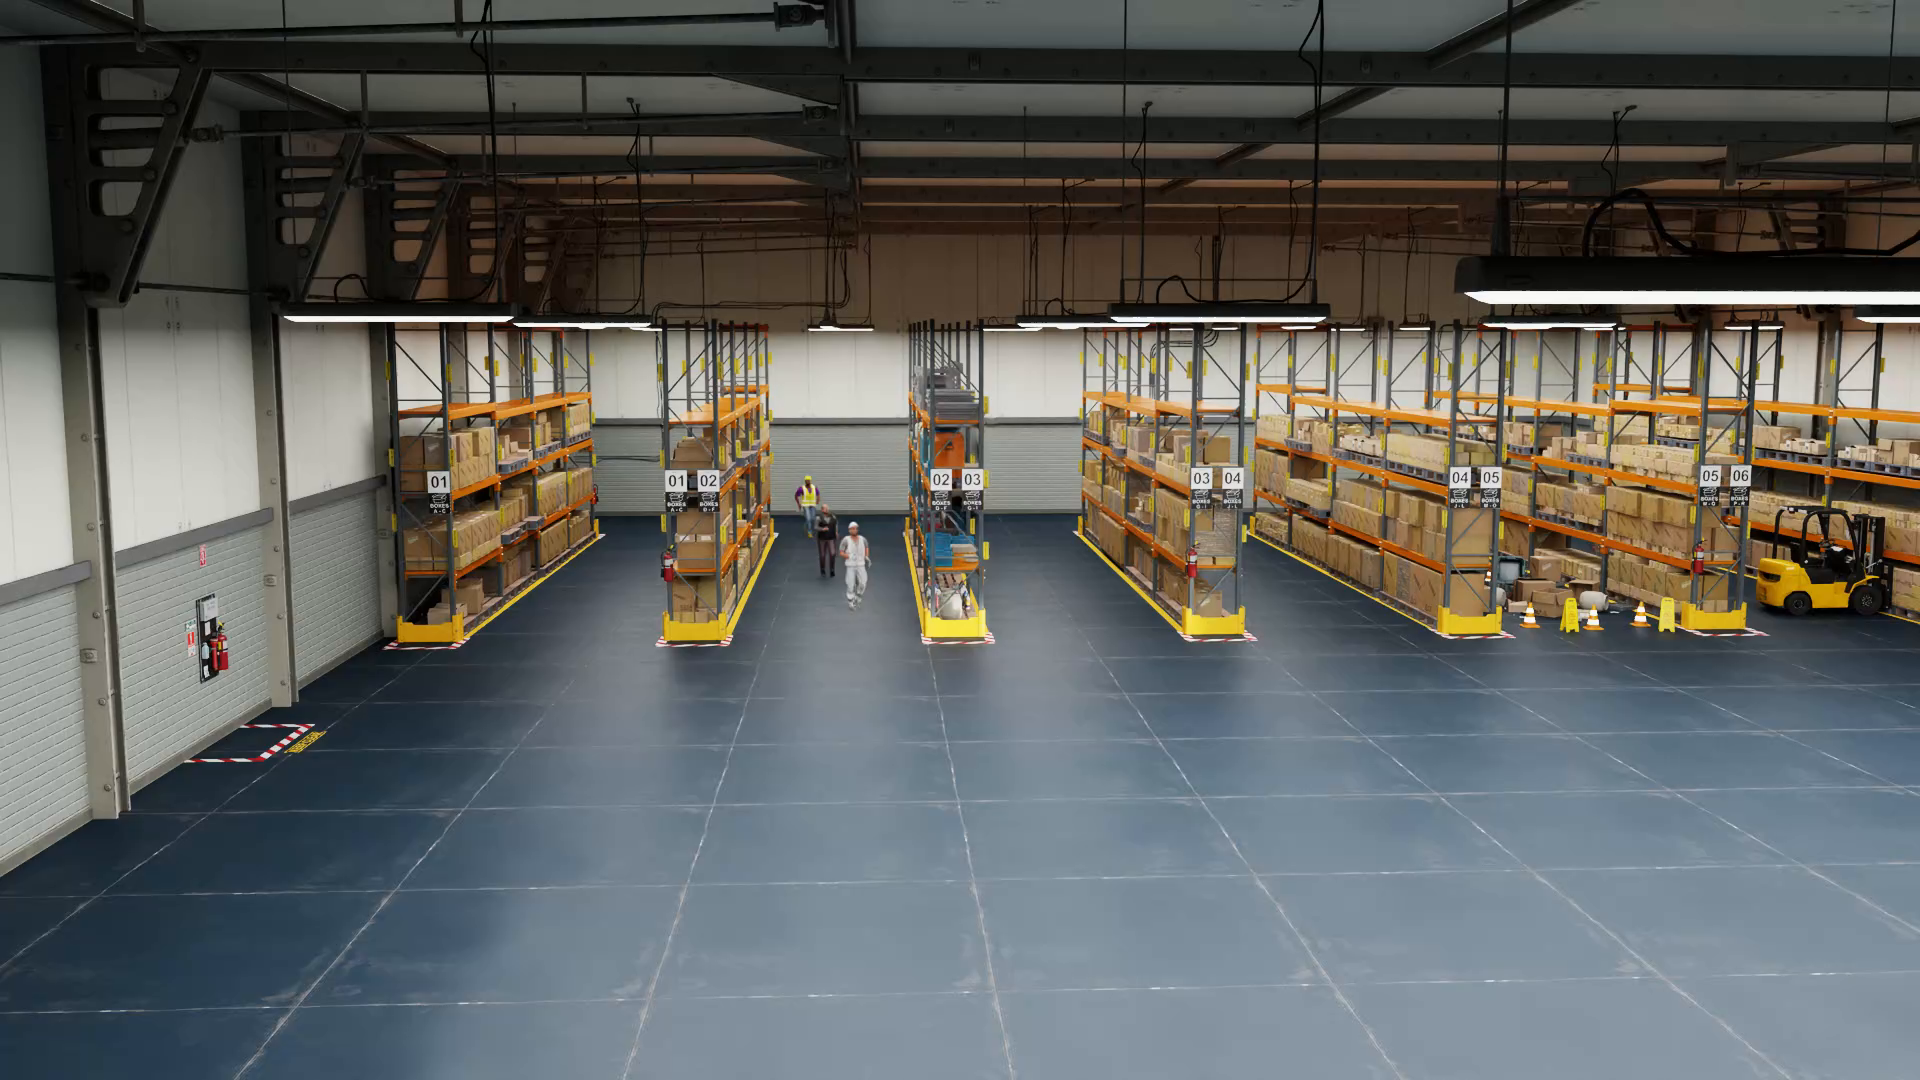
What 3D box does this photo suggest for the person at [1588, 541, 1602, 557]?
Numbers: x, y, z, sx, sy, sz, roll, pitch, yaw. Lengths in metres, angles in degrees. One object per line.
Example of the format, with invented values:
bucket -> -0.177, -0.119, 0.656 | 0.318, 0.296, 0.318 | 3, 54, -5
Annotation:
person -> 16.140, -0.281, 42.023 | 0.564, 1.633, 0.566 | -1, 7, -8

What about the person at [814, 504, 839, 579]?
person -> -3.142, 0.031, 39.229 | 0.622, 1.760, 0.732 | -2, 7, -13

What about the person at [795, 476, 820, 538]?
person -> -4.302, -0.953, 47.210 | 0.738, 1.745, 0.668 | -3, 8, -26

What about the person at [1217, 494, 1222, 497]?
person -> 7.157, -0.975, 47.403 | 0.719, 1.712, 0.543 | 0, 7, 4

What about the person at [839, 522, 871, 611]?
person -> -2.037, 0.535, 32.591 | 0.643, 1.774, 0.618 | -2, 7, -18
